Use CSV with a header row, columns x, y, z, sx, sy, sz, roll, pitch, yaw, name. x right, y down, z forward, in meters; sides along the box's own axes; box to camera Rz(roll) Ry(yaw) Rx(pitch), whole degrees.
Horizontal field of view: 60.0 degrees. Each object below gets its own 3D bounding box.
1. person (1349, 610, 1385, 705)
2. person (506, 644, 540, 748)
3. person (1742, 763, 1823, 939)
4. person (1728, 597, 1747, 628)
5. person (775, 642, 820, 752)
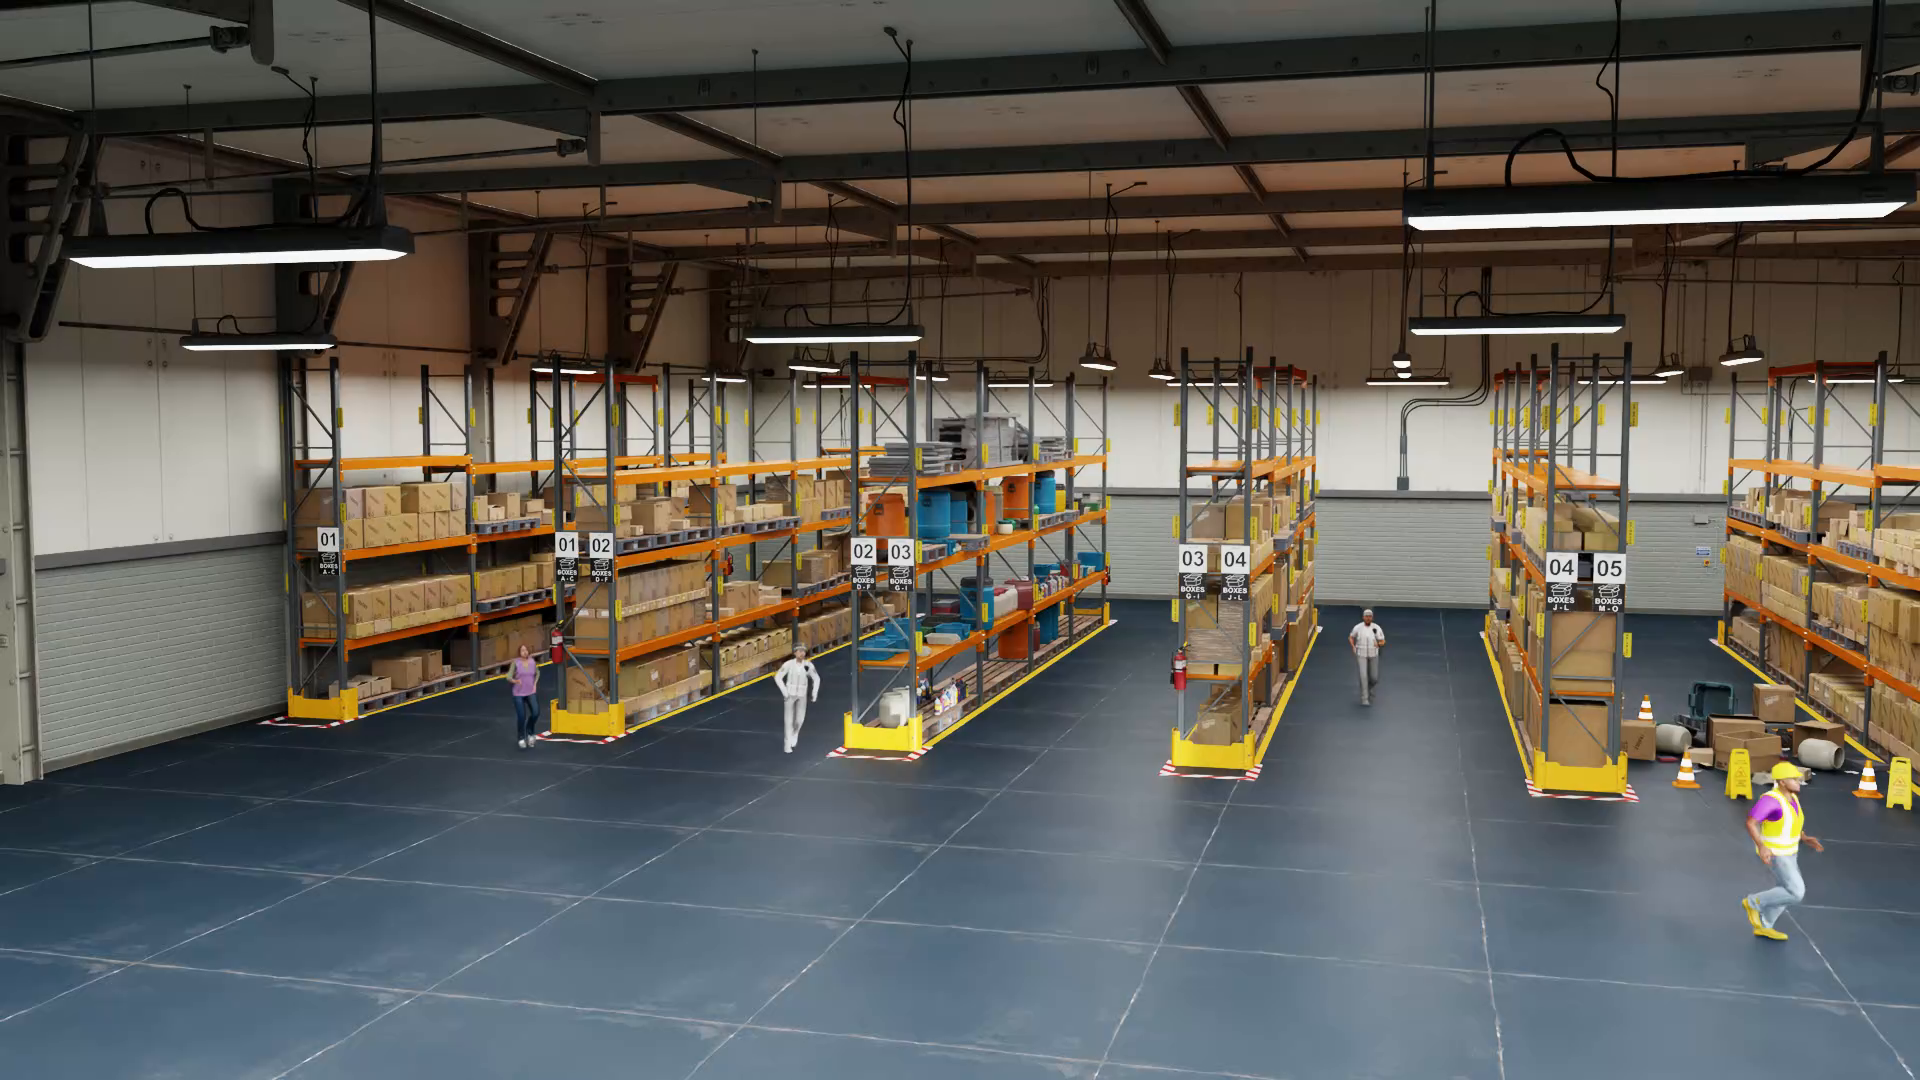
x,y,z,sx,sy,sz,roll,pitch,yaw,name
7.148,2.039,29.201,0.620,1.635,0.824,1,4,8,person
-6.579,2.369,25.213,0.549,1.590,0.527,-3,5,-32,person
7.858,2.980,15.888,0.695,1.710,0.620,-4,6,-42,person
17.831,1.410,37.881,0.630,1.629,0.722,2,5,26,person
-2.431,2.356,24.962,0.690,1.650,0.466,-1,4,-10,person
